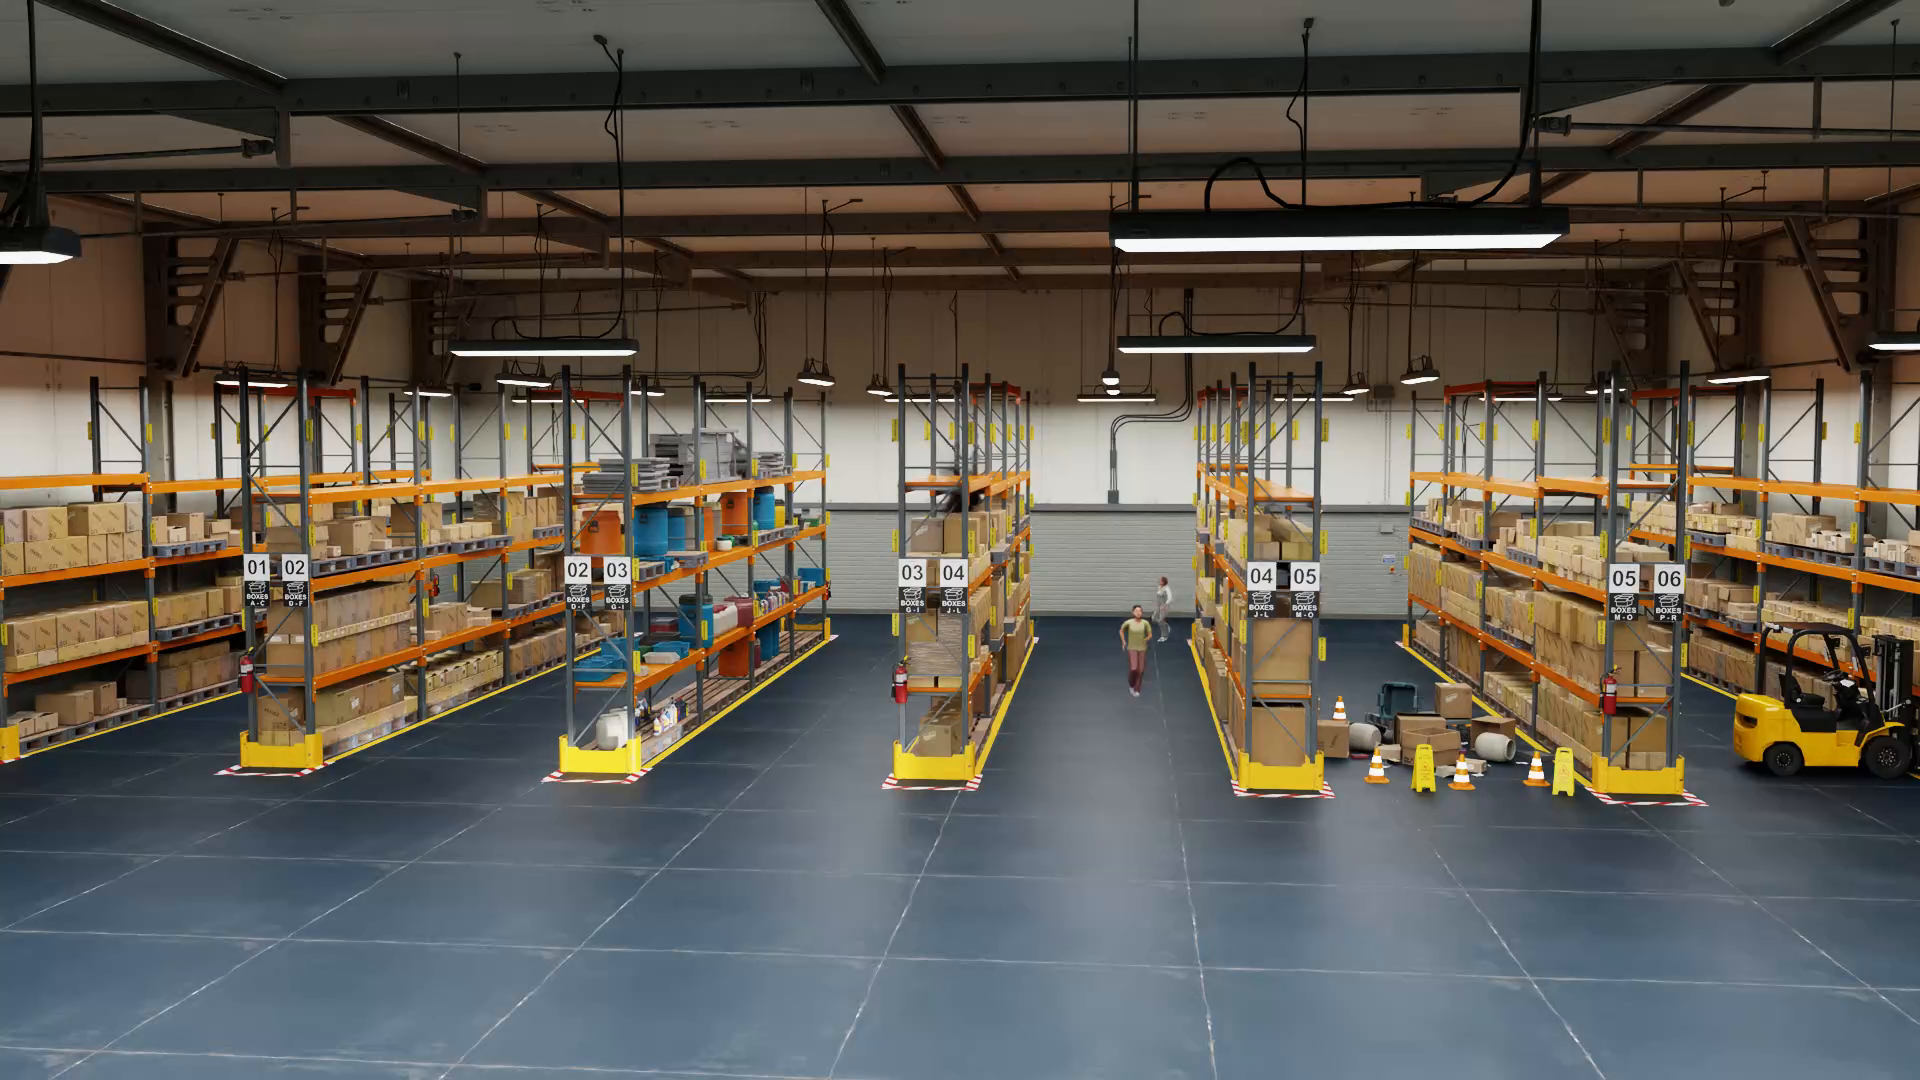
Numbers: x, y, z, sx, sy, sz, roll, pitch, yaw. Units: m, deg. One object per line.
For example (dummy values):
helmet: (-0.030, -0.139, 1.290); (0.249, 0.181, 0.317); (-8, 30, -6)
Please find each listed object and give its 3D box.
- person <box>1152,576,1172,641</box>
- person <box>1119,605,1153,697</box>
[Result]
person: (4.886, 1.659, 40.143); (0.486, 1.566, 0.568); (-2, 4, -24)
person: (3.162, 1.986, 29.679); (0.566, 1.653, 0.549); (0, 4, -4)
